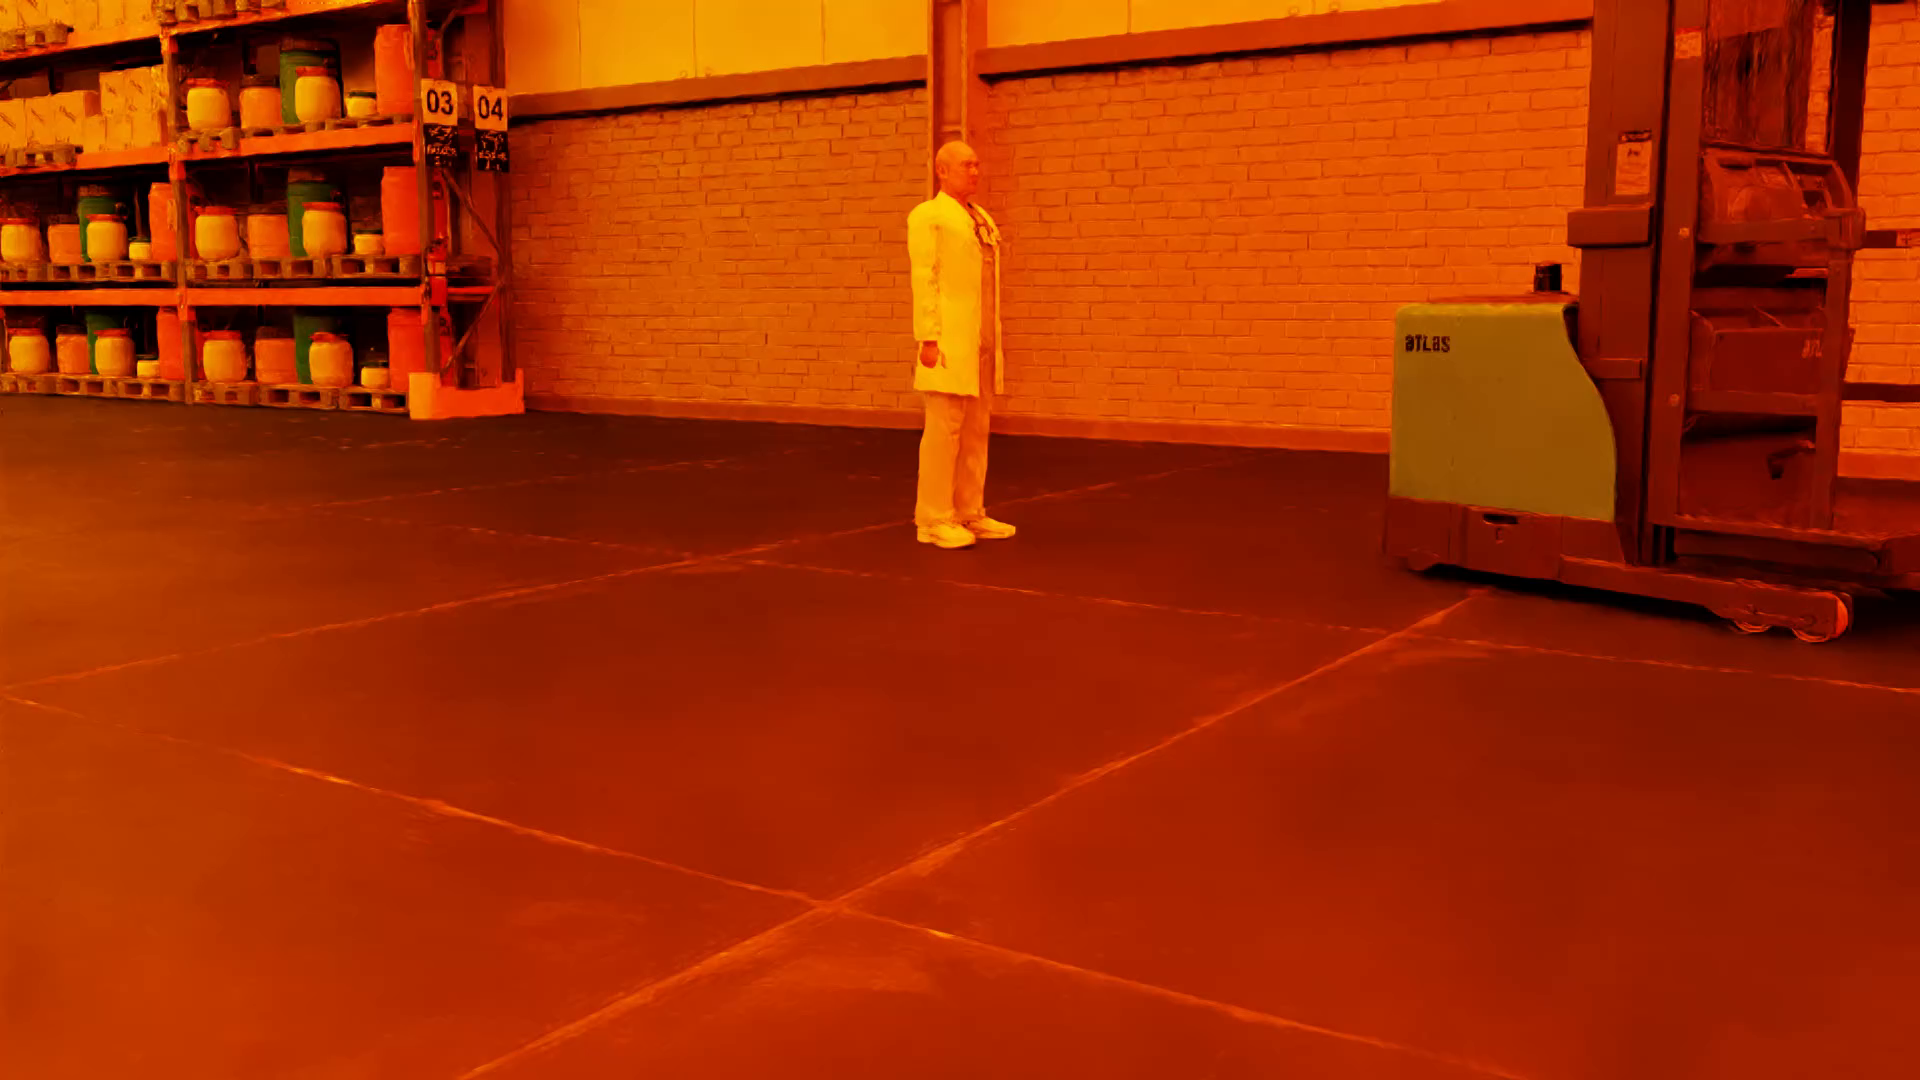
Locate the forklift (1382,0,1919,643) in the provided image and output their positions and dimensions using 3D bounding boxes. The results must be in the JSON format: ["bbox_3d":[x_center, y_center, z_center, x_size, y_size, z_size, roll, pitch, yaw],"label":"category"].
[{"bbox_3d":[2.980,-1.200,5.631,1.130,2.935,3.031,-6,10,-36],"label":"forklift"}]

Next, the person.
[{"bbox_3d":[0.023,-0.881,7.465,0.377,1.783,0.558,5,10,34],"label":"person"}]
